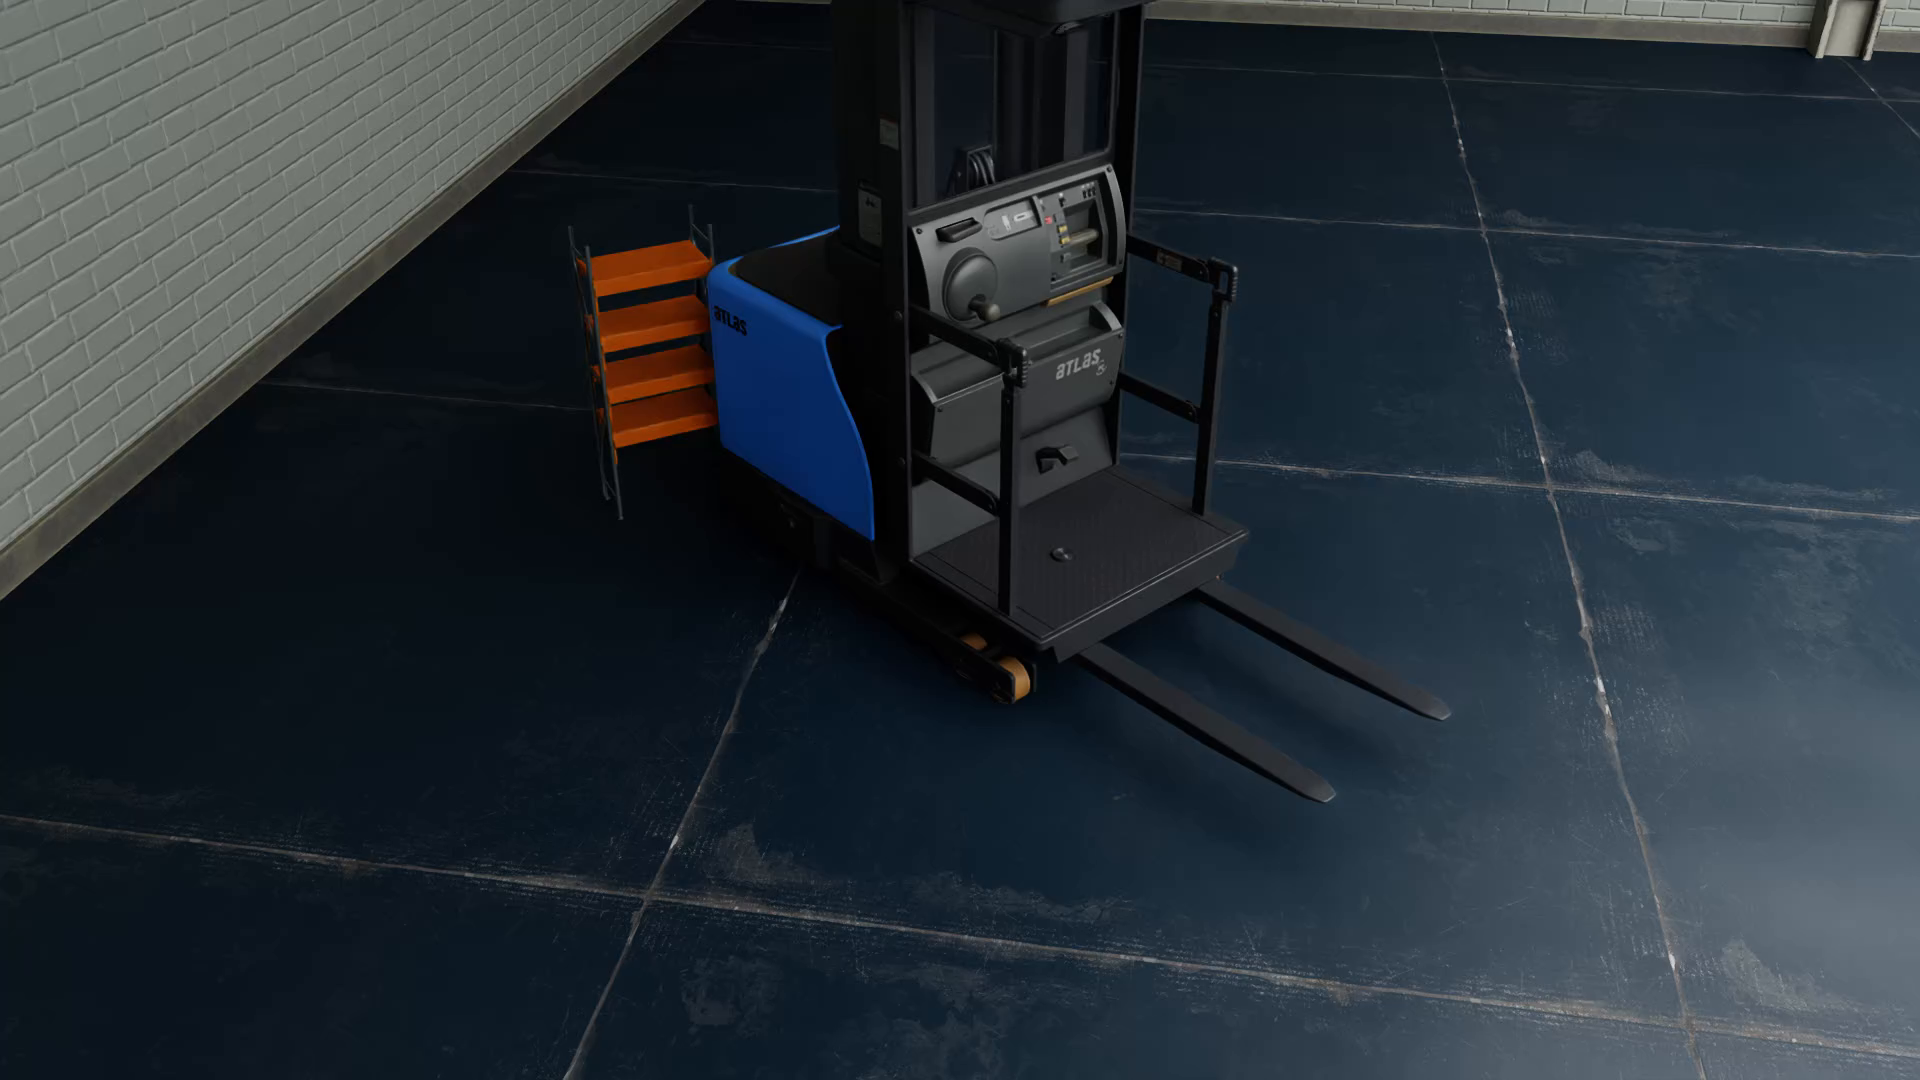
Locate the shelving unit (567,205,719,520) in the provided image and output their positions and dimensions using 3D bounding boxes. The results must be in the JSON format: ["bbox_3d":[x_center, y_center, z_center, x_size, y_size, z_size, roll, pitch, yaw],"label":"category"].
[{"bbox_3d":[-1.239,-0.709,6.751,0.503,1.200,0.258,-15,35,-23],"label":"shelving unit"}]

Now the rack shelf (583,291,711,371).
[{"bbox_3d":[-1.239,-0.841,6.668,0.480,0.148,0.258,-15,35,-23],"label":"rack shelf"}]

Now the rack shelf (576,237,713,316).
[{"bbox_3d":[-1.239,-1.042,6.543,0.480,0.148,0.258,-15,35,-23],"label":"rack shelf"}]

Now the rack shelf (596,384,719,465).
[{"bbox_3d":[-1.239,-0.483,6.892,0.480,0.148,0.258,-15,35,-23],"label":"rack shelf"}]

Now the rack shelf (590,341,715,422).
[{"bbox_3d":[-1.239,-0.652,6.787,0.480,0.148,0.258,-15,35,-23],"label":"rack shelf"}]

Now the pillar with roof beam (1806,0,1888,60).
[{"bbox_3d":[5.964,-5.274,6.694,0.400,9.000,9.100,5,32,8],"label":"pillar with roof beam"}]

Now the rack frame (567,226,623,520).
[{"bbox_3d":[-1.456,-0.649,6.656,0.015,1.200,0.240,-15,35,-23],"label":"rack frame"}]

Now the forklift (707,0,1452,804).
[{"bbox_3d":[0.356,-0.973,5.542,1.130,2.935,3.031,-25,40,-34],"label":"forklift"}]

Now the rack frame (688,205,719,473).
[{"bbox_3d":[-1.023,-0.768,6.846,0.015,1.200,0.240,-15,35,-23],"label":"rack frame"}]
